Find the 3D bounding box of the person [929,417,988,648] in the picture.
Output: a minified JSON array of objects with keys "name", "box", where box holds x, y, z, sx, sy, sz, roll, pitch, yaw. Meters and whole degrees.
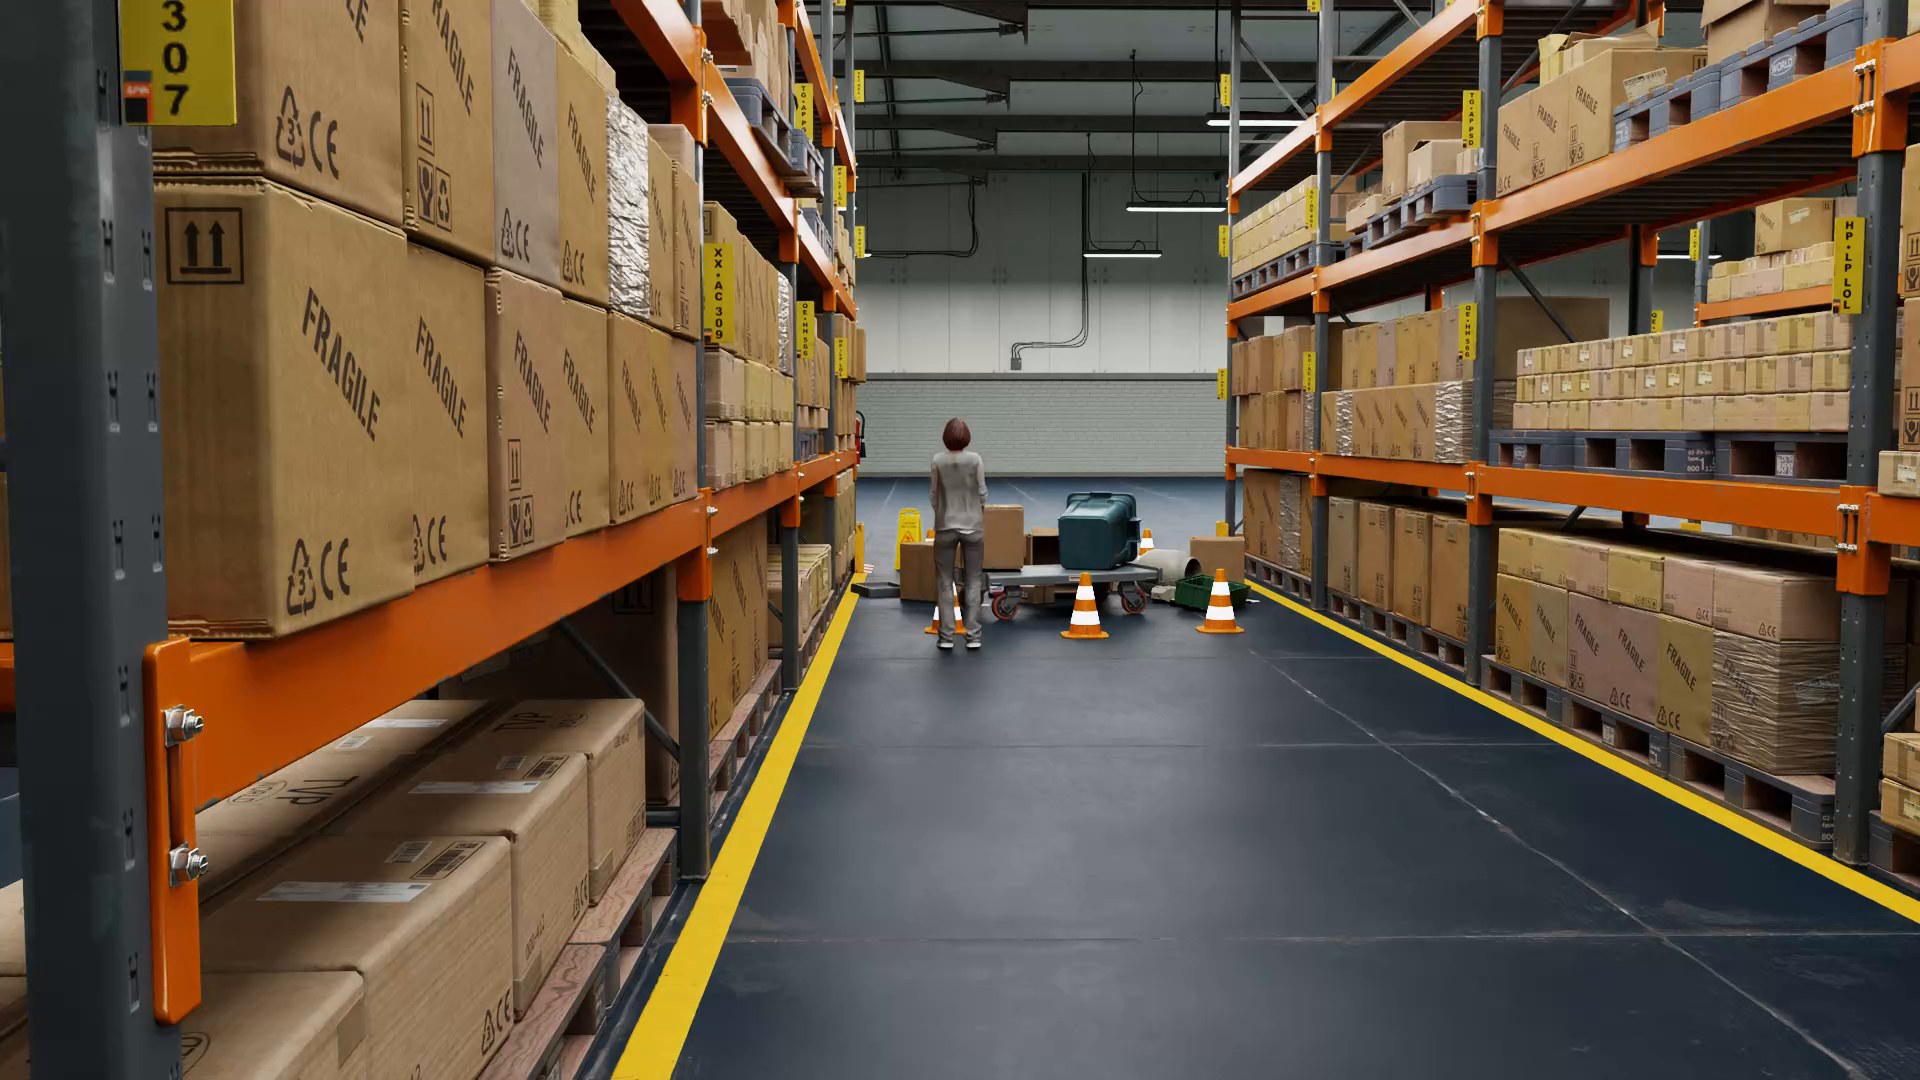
[{"name":"person","box":[-0.010,-0.049,11.485,0.404,1.590,0.497,0,4,0]}]
